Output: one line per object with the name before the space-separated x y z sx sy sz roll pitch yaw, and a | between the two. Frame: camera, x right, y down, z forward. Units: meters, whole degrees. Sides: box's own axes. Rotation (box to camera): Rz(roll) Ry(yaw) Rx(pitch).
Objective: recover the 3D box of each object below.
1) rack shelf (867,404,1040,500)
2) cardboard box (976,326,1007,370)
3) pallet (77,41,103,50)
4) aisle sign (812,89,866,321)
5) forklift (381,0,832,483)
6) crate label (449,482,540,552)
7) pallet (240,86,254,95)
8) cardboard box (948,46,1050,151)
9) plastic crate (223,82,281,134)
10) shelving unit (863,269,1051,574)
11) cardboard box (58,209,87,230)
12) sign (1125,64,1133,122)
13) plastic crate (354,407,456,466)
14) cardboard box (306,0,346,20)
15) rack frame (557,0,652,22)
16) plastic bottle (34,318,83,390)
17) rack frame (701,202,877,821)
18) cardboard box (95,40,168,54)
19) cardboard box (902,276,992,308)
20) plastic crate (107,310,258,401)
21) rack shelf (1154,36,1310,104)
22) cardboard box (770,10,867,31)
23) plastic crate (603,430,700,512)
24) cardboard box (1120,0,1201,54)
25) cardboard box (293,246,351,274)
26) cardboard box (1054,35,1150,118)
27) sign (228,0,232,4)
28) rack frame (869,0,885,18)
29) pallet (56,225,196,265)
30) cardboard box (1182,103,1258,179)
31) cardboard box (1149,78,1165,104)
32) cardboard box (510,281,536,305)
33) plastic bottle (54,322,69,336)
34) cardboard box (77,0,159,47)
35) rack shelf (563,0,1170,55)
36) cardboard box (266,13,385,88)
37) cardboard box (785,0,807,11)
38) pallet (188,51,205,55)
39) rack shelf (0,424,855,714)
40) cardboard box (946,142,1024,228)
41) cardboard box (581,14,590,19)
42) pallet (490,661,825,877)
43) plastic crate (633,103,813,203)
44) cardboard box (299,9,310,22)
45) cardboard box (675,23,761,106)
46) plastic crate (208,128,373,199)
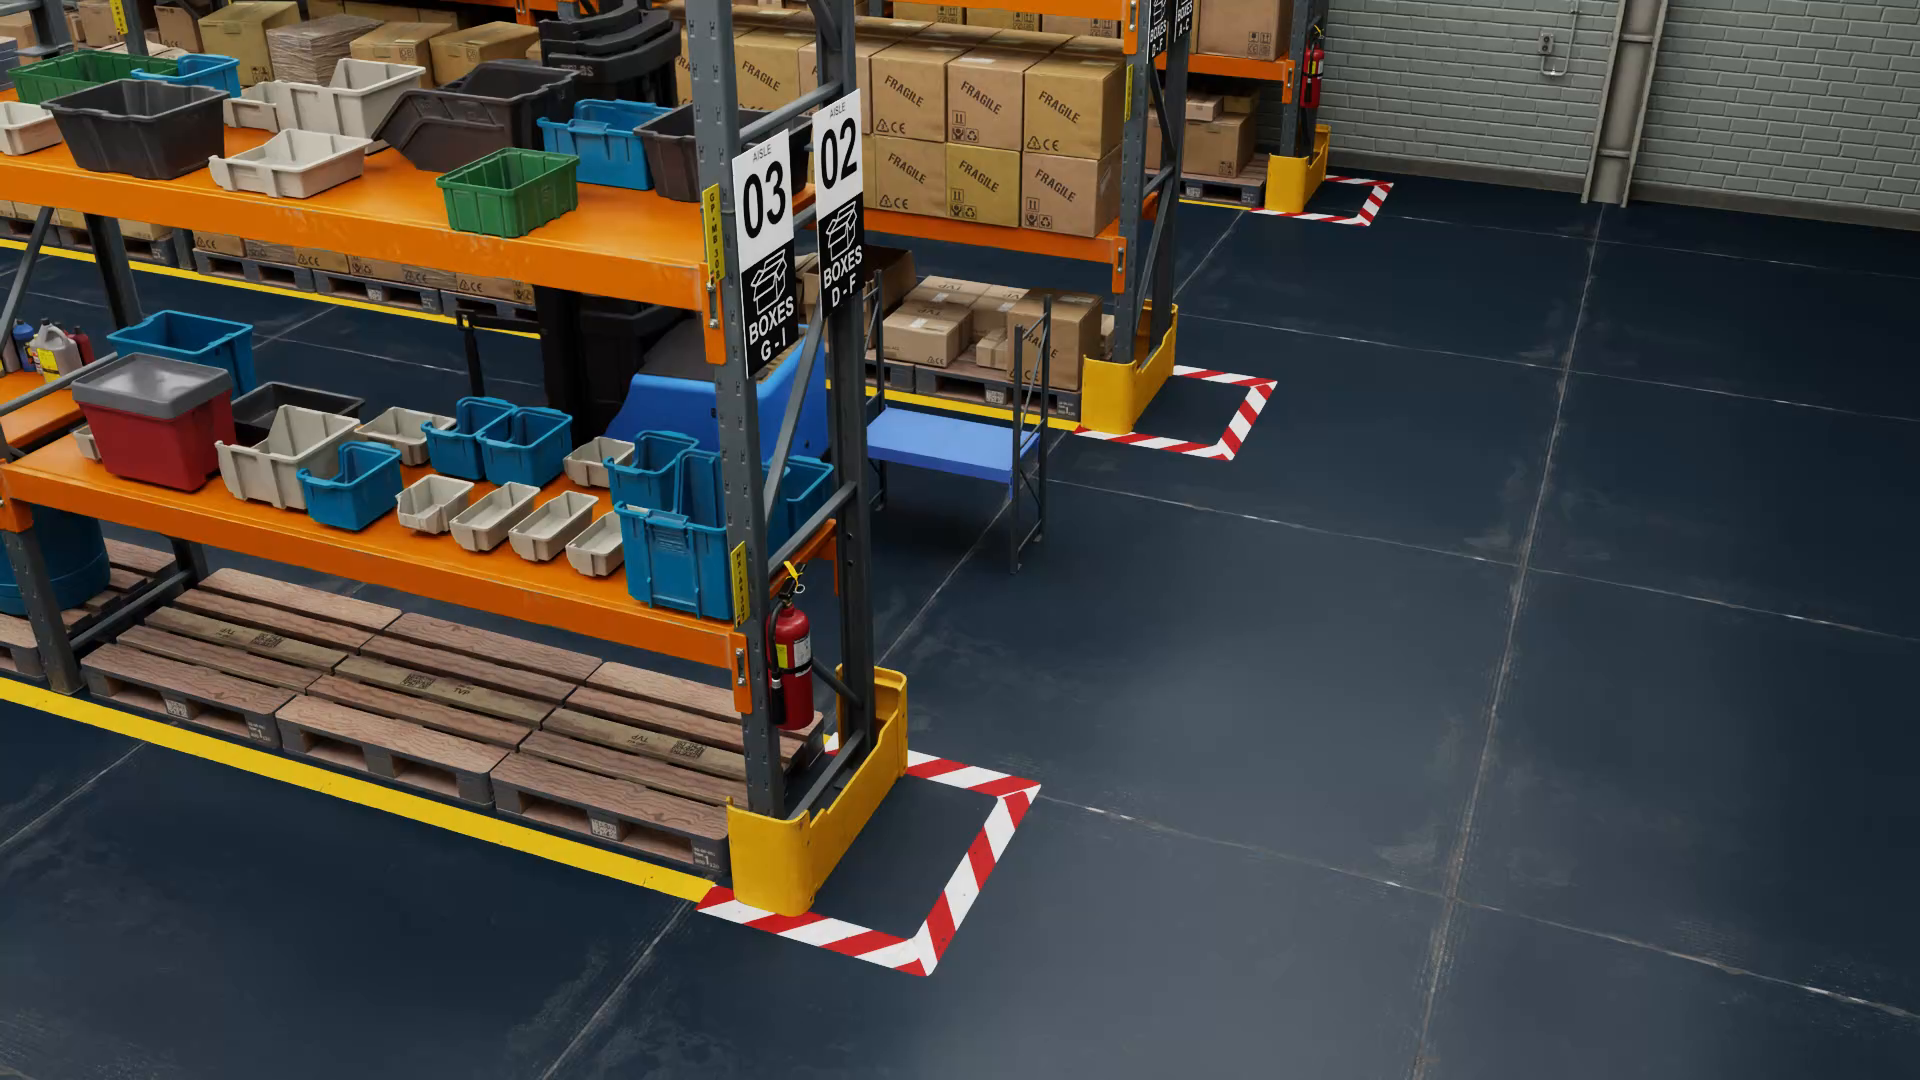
rack shelf | -0.079 -0.512 9.497 1.000 0.185 0.538 11 31 19
cardboard box | 0.297 -1.335 11.496 0.250 0.166 0.380 11 31 19
pallet | -9.796 -5.871 19.923 1.213 0.211 1.003 11 31 19
aisle sign | -0.453 -1.269 6.304 0.004 0.787 0.394 11 31 19
forklift | -2.362 -1.572 9.552 3.031 2.935 1.130 8 30 13
crate label | -1.985 -0.095 7.077 0.243 0.136 0.396 11 31 19
pallet | -5.524 -3.576 13.223 1.003 0.211 1.213 11 31 19
cardboard box | 0.250 -2.802 10.540 0.500 0.500 0.500 12 32 20
plastic crate | -3.016 -1.884 7.255 0.466 0.136 0.293 11 31 19
shelving unit | -0.079 -0.669 9.409 1.048 1.500 0.538 11 31 19
cardboard box | -7.237 -2.818 14.055 0.500 0.250 0.500 11 31 19
sign | 1.007 -2.665 9.919 0.005 0.325 0.100 11 31 19
plastic crate | -2.611 -0.481 7.760 0.466 0.136 0.293 11 31 19
cardboard box | -6.928 -5.973 18.601 0.500 0.250 0.500 11 31 18
rack frame | -2.472 -3.013 12.032 0.127 3.000 1.000 11 31 19
plastic bottle | -4.580 -0.954 8.439 0.185 0.351 0.144 11 31 19
rack frame | -0.631 -0.015 6.728 0.127 3.000 1.000 11 31 19
cardboard box | -6.934 -3.968 13.812 0.500 0.311 0.500 11 31 19
cardboard box | -0.089 -1.682 12.025 0.500 0.250 0.500 11 31 19
plastic crate | -3.777 -0.843 8.149 0.575 0.384 0.392 11 31 19
rack shelf | 1.240 -4.589 15.551 4.000 0.370 1.077 11 31 19
cardboard box | -0.963 -3.329 11.474 0.500 0.500 0.500 12 31 20
plastic crate | -1.346 -0.286 7.316 0.300 0.233 0.416 11 31 19
cardboard box | 1.939 -4.882 15.034 0.700 0.700 0.980 11 31 19
cardboard box | -4.914 -2.452 13.133 0.500 0.500 0.500 11 31 18
cardboard box | 0.922 -2.954 10.810 0.500 0.500 0.500 12 32 21
sign | -5.983 -4.471 13.516 0.005 0.325 0.100 11 31 19
rack frame | -0.613 -5.272 16.029 0.127 3.000 1.000 11 31 19
pallet | -6.927 -2.709 14.328 1.213 0.211 1.003 11 31 19
cardboard box | 2.407 -3.711 15.380 0.500 0.500 0.700 11 31 19
cardboard box | 1.897 -4.201 15.588 0.250 0.149 0.380 12 31 20
cardboard box | -3.037 -2.077 12.469 0.500 0.500 0.500 11 31 19
plastic bottle | -4.641 -0.991 8.574 0.133 0.283 0.061 11 31 19
cardboard box | -9.936 -6.162 19.697 0.500 0.500 0.700 9 31 16
rack shelf | -0.619 -3.635 10.816 4.000 0.370 1.077 11 31 19
cardboard box | -4.777 -3.658 12.644 0.500 0.500 0.700 18 34 28
cardboard box | -1.498 -5.209 16.153 0.250 0.149 0.380 12 32 21
pallet | -8.662 -5.646 19.525 1.213 0.211 1.003 11 31 19
rack shelf | -2.485 -0.072 7.560 4.000 0.370 1.077 11 31 19
cardboard box | 0.235 -2.369 10.792 0.500 0.500 0.500 12 31 20
cardboard box | -3.687 -5.063 17.417 0.750 0.750 0.750 11 31 18
pallet | -1.381 1.029 7.715 1.213 0.211 1.003 11 31 19
plastic crate | -0.883 -1.462 6.373 0.590 0.269 0.497 11 31 19
cardboard box | -7.338 -5.727 18.927 0.500 0.500 0.700 12 32 21
cardboard box | -1.663 -3.181 11.211 0.500 0.500 0.500 10 31 18
plastic crate | -2.639 -1.475 6.531 0.530 0.136 0.437 11 31 19
